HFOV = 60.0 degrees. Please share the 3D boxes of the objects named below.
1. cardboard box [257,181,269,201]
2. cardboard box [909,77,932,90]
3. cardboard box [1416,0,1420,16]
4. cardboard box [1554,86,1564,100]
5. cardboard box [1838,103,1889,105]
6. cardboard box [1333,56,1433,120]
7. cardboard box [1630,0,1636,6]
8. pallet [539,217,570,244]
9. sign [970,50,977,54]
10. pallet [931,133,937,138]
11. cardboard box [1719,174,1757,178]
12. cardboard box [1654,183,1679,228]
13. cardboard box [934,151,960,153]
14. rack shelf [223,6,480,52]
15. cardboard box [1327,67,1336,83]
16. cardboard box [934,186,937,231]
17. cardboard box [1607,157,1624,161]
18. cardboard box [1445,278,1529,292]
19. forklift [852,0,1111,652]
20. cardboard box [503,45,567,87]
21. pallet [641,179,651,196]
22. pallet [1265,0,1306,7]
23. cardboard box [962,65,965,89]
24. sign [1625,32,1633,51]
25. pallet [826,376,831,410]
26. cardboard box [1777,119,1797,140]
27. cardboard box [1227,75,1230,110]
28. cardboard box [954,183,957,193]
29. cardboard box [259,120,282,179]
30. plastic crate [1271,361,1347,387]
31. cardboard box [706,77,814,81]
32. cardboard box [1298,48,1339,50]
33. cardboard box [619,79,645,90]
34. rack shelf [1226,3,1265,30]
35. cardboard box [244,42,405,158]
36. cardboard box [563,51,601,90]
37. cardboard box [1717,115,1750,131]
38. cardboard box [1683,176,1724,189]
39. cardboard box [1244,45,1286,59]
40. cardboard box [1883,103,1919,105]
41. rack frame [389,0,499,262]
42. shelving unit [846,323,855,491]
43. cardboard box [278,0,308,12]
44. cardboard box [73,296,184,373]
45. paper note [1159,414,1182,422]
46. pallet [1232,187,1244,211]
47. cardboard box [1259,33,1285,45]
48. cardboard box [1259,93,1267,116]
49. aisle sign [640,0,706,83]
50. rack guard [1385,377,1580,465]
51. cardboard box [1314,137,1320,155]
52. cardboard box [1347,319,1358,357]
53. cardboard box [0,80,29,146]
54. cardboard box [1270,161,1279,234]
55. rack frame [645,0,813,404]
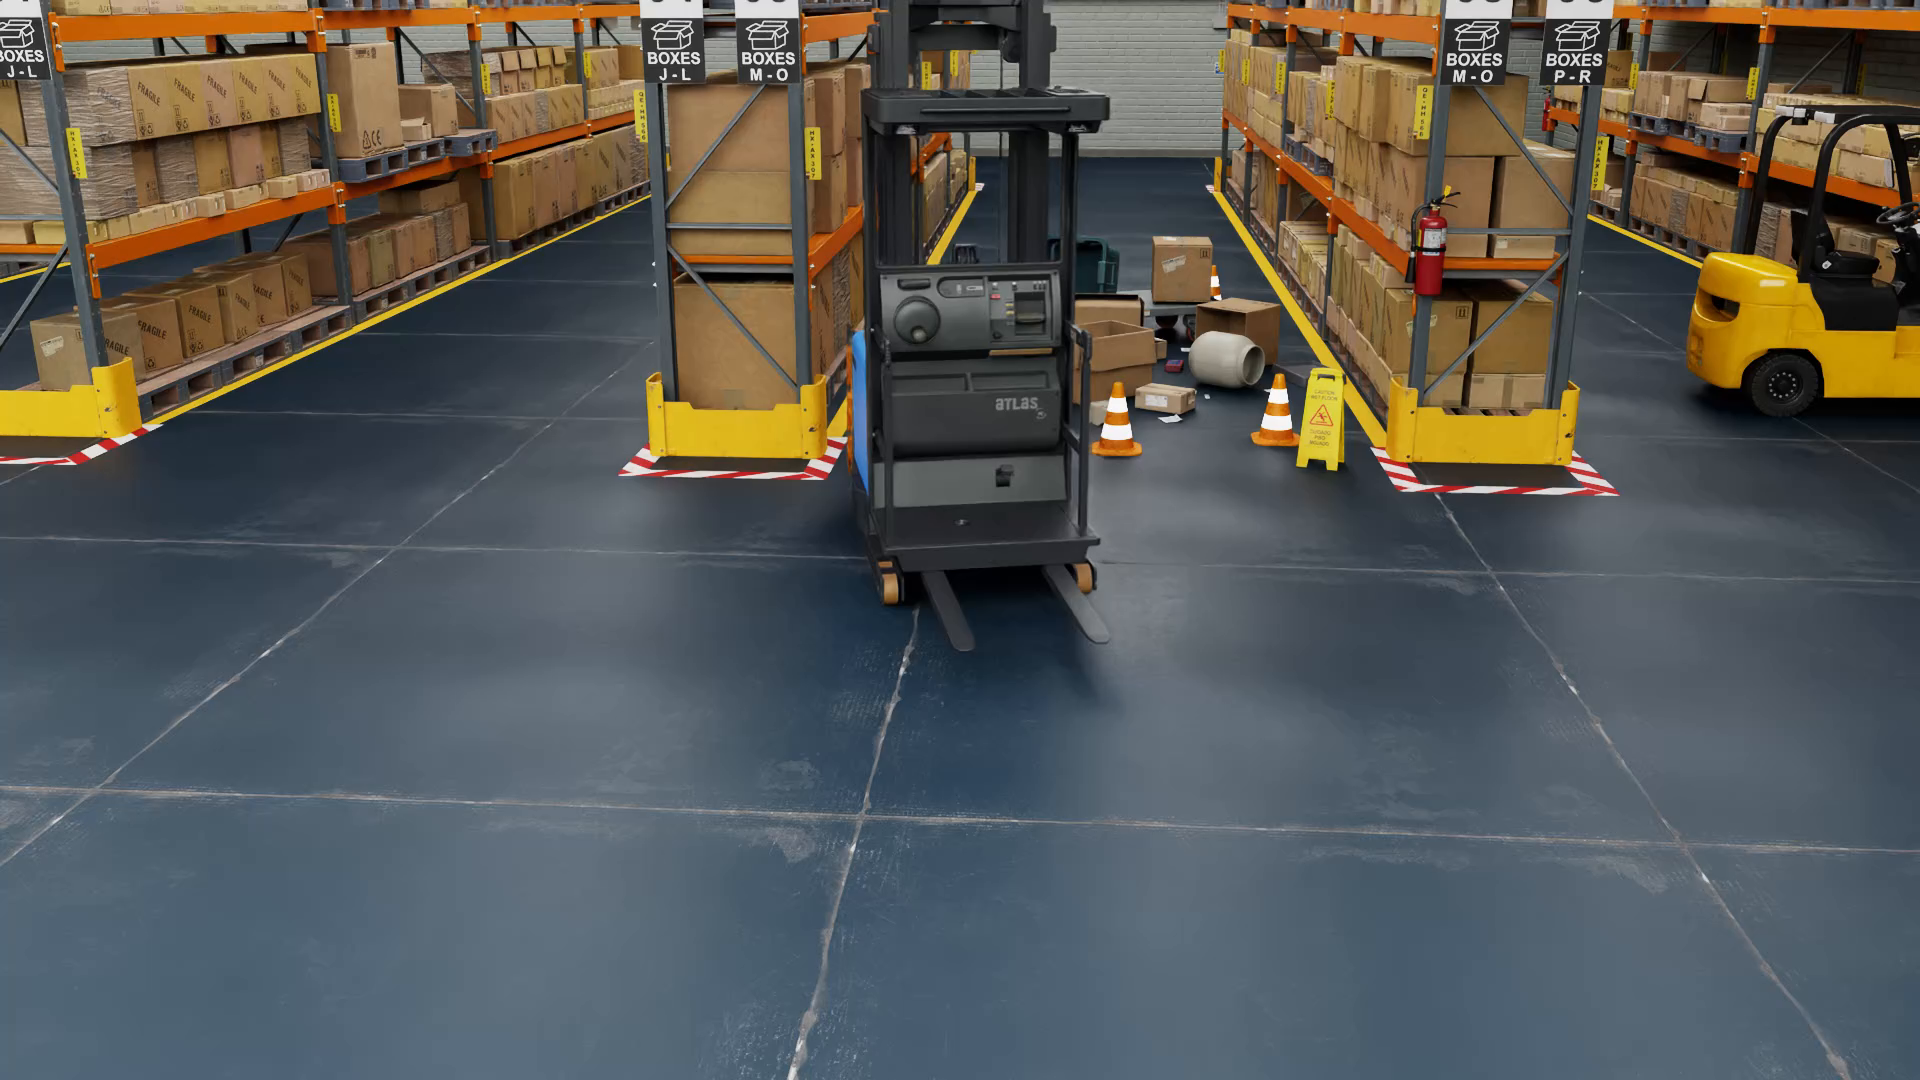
[{"bbox_3d":[-6.030,-2.919,13.919,0.380,0.149,0.250,1,18,4],"label":"cardboard box"},{"bbox_3d":[-0.545,-5.676,20.701,0.380,0.149,0.250,1,18,2],"label":"cardboard box"},{"bbox_3d":[3.237,-3.540,10.996,0.380,0.149,0.250,2,18,6],"label":"cardboard box"},{"bbox_3d":[9.249,-6.752,24.975,0.500,0.250,0.500,1,18,4],"label":"cardboard box"},{"bbox_3d":[8.656,-4.112,15.951,0.380,0.149,0.250,1,18,4],"label":"cardboard box"},{"bbox_3d":[3.491,-3.732,13.750,0.700,0.500,0.500,1,18,3],"label":"cardboard box"},{"bbox_3d":[9.015,-7.075,21.783,0.380,0.149,0.250,1,18,4],"label":"cardboard box"},{"bbox_3d":[-5.637,-3.959,21.166,1.003,0.211,1.213,1,18,4],"label":"pallet"},{"bbox_3d":[0.206,-7.687,25.700,0.100,0.325,0.005,1,18,4],"label":"sign"},{"bbox_3d":[-0.818,-5.046,20.312,1.003,0.211,1.213,1,18,4],"label":"pallet"},{"bbox_3d":[9.474,-4.371,20.243,0.380,0.149,0.250,2,18,5],"label":"cardboard box"},{"bbox_3d":[8.936,-4.121,20.521,0.500,0.500,0.500,1,18,2],"label":"cardboard box"},{"bbox_3d":[-0.206,-5.886,25.518,0.380,0.149,0.250,2,18,5],"label":"cardboard box"},{"bbox_3d":[-6.003,-5.125,16.586,1.077,0.370,4.000,1,18,4],"label":"rack shelf"},{"bbox_3d":[3.583,-4.259,15.249,0.380,0.149,0.250,1,18,2],"label":"cardboard box"},{"bbox_3d":[-0.549,-4.062,20.344,0.500,0.500,0.500,1,18,3],"label":"cardboard box"},{"bbox_3d":[9.174,-5.214,23.858,0.500,0.500,0.500,2,18,5],"label":"cardboard box"},{"bbox_3d":[3.820,-1.621,12.089,0.500,0.500,0.500,1,18,2],"label":"cardboard box"},{"bbox_3d":[0.093,-1.181,8.319,1.130,2.935,3.031,-3,18,-8],"label":"forklift"},{"bbox_3d":[-5.610,-6.231,21.850,0.797,0.503,0.637,1,18,2],"label":"cardboard box"},{"bbox_3d":[-5.265,-5.572,26.091,1.003,0.211,1.213,1,18,4],"label":"pallet"},{"bbox_3d":[4.096,-6.326,19.398,1.003,0.211,1.213,2,18,6],"label":"pallet"},{"bbox_3d":[-0.190,-6.732,24.511,0.500,0.500,0.500,1,18,4],"label":"cardboard box"},{"bbox_3d":[10.102,-7.499,25.123,0.100,0.325,0.005,1,18,4],"label":"sign"},{"bbox_3d":[-1.513,-0.961,12.018,1.003,0.211,1.213,1,18,4],"label":"pallet"},{"bbox_3d":[8.664,-4.211,16.894,0.500,0.250,0.500,2,18,6],"label":"cardboard box"},{"bbox_3d":[4.270,-6.674,24.812,0.500,0.500,0.500,1,18,3],"label":"cardboard box"},{"bbox_3d":[-0.233,-5.118,24.129,0.380,0.149,0.250,1,18,2],"label":"cardboard box"},{"bbox_3d":[-6.311,-3.317,14.090,0.875,0.500,0.500,1,18,4],"label":"cardboard box"},{"bbox_3d":[2.808,-1.343,13.393,0.402,0.080,0.583,-5,19,-15],"label":"plastic crate"},{"bbox_3d":[-1.480,-2.908,11.506,0.875,0.550,0.550,1,18,4],"label":"cardboard box"},{"bbox_3d":[4.501,-5.902,20.850,0.500,0.500,0.500,2,18,5],"label":"cardboard box"},{"bbox_3d":[-5.093,-6.904,25.438,0.500,0.250,0.500,1,18,3],"label":"cardboard box"},{"bbox_3d":[4.455,-7.389,23.494,1.077,0.370,4.000,1,18,4],"label":"rack shelf"},{"bbox_3d":[-5.949,-4.149,15.630,1.000,1.000,1.000,1,18,4],"label":"cardboard box"},{"bbox_3d":[-5.283,-6.475,22.925,0.500,0.500,0.500,1,18,4],"label":"cardboard box"},{"bbox_3d":[8.641,-4.625,18.450,0.380,0.149,0.250,2,18,5],"label":"cardboard box"},{"bbox_3d":[8.951,-4.298,20.020,0.380,0.149,0.250,1,18,4],"label":"cardboard box"},{"bbox_3d":[4.070,-6.360,22.248,0.500,0.500,0.500,1,18,3],"label":"cardboard box"},{"bbox_3d":[9.064,-4.105,15.932,0.380,0.149,0.250,2,18,5],"label":"cardboard box"},{"bbox_3d":[-5.859,-4.663,18.837,1.000,3.000,0.127,1,18,4],"label":"rack frame"},{"bbox_3d":[-0.570,-0.774,10.093,0.215,1.050,0.252,-2,18,-10],"label":"shelving unit"},{"bbox_3d":[-5.918,-4.628,14.152,0.500,0.250,0.500,2,18,6],"label":"cardboard box"},{"bbox_3d":[-6.363,-1.570,12.738,0.500,0.500,0.500,6,19,18],"label":"cardboard box"},{"bbox_3d":[1.534,-0.884,12.073,0.148,0.019,0.142,-5,19,-15],"label":"paper note"},{"bbox_3d":[4.529,-4.973,24.262,1.003,0.211,1.213,1,18,4],"label":"pallet"},{"bbox_3d":[4.144,-6.697,22.237,0.380,0.149,0.250,2,18,5],"label":"cardboard box"},{"bbox_3d":[3.893,-5.244,20.049,0.500,0.250,0.500,1,18,2],"label":"cardboard box"},{"bbox_3d":[-1.797,-3.256,10.369,0.394,0.787,0.004,1,18,4],"label":"aisle sign"},{"bbox_3d":[3.457,-0.793,11.040,1.175,0.500,0.348,1,18,4],"label":"rack guard"},{"bbox_3d":[3.534,-3.687,15.588,0.380,0.149,0.250,1,18,4],"label":"cardboard box"},{"bbox_3d":[3.364,-1.584,13.182,0.500,0.250,0.500,1,18,3],"label":"cardboard box"},{"bbox_3d":[-6.640,-3.019,11.575,0.500,0.500,0.500,1,18,4],"label":"cardboard box"},{"bbox_3d":[4.226,-4.121,19.921,0.875,0.875,0.875,2,18,5],"label":"cardboard box"},{"bbox_3d":[-1.493,-2.036,10.820,1.000,3.000,0.127,1,18,4],"label":"rack frame"}]
